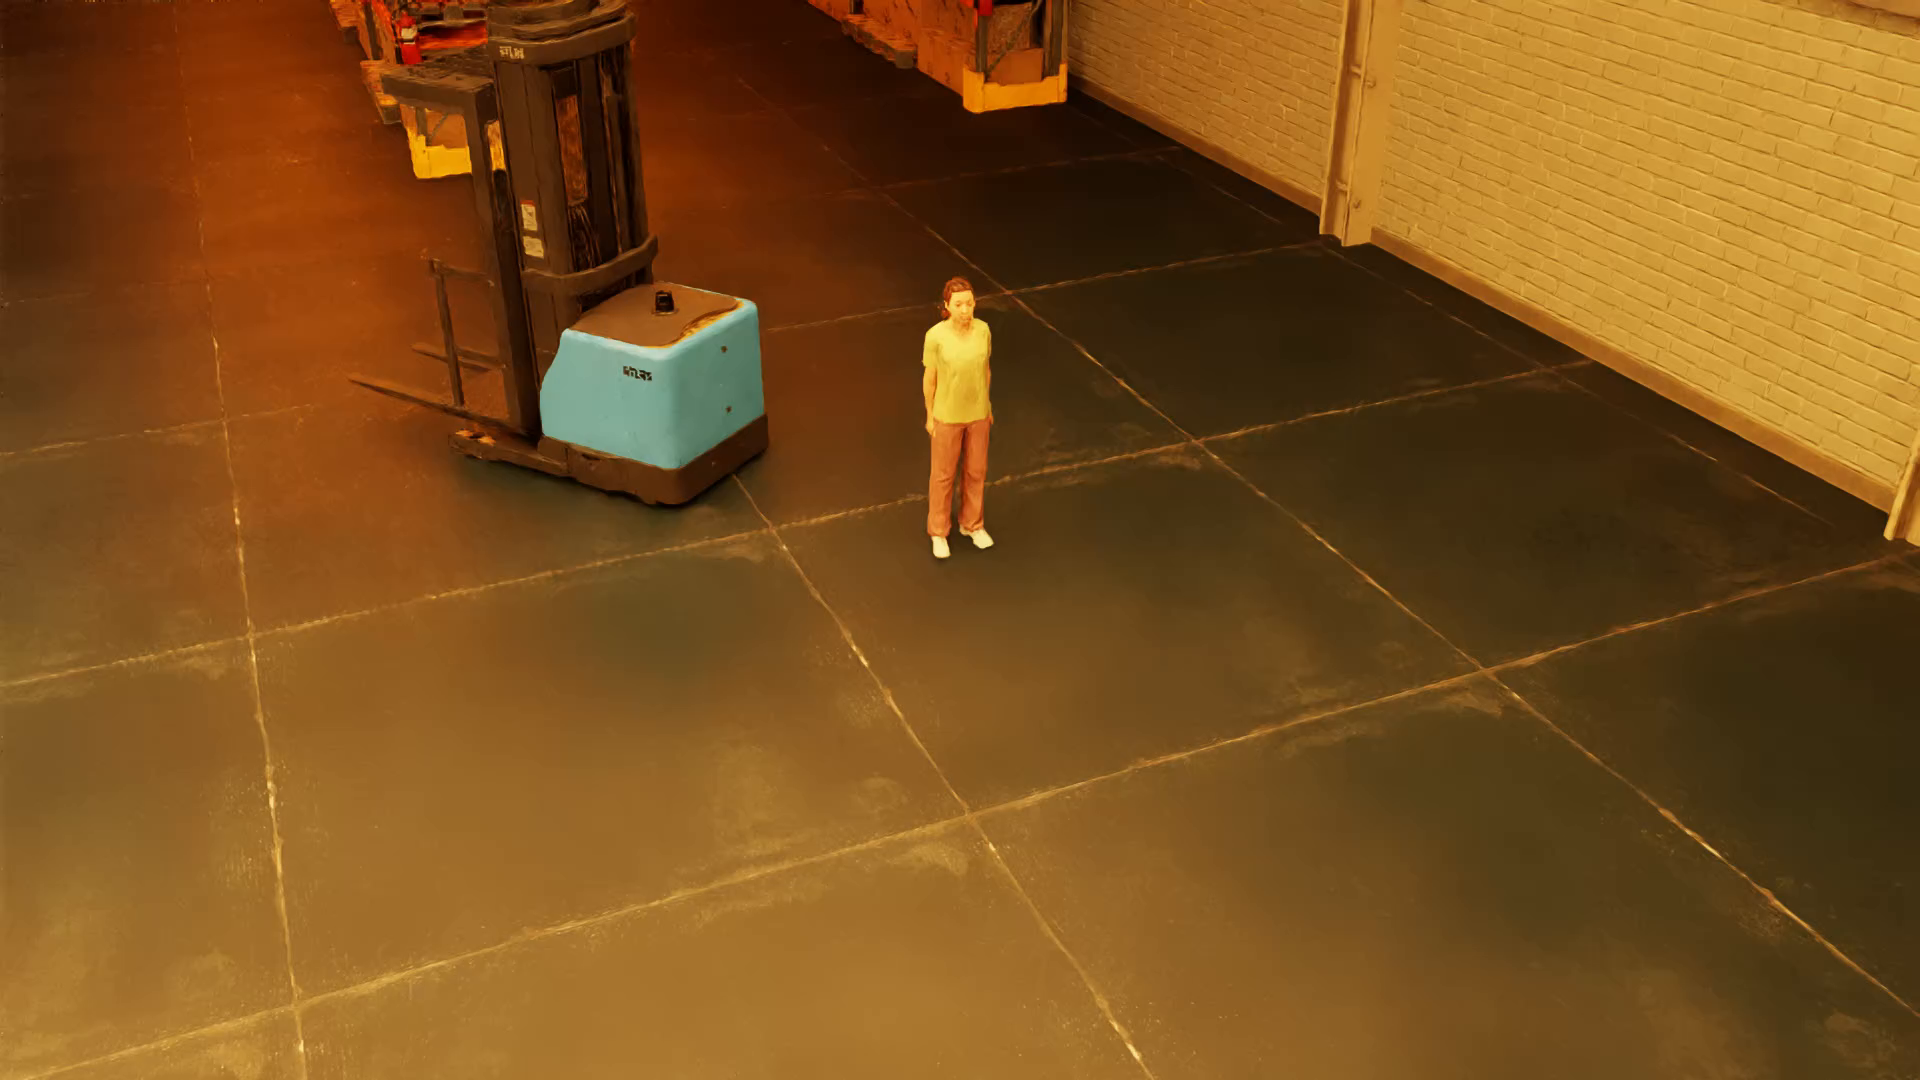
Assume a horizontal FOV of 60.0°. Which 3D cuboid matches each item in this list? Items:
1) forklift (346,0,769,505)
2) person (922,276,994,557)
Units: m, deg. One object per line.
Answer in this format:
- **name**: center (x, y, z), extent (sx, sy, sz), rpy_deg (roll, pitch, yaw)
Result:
- **forklift**: center (-2.811, -2.004, 10.625), extent (3.031, 2.935, 1.130), rpy_deg (15, 33, 25)
- **person**: center (0.005, -0.722, 9.652), extent (0.429, 1.672, 0.365), rpy_deg (-12, 32, -20)
